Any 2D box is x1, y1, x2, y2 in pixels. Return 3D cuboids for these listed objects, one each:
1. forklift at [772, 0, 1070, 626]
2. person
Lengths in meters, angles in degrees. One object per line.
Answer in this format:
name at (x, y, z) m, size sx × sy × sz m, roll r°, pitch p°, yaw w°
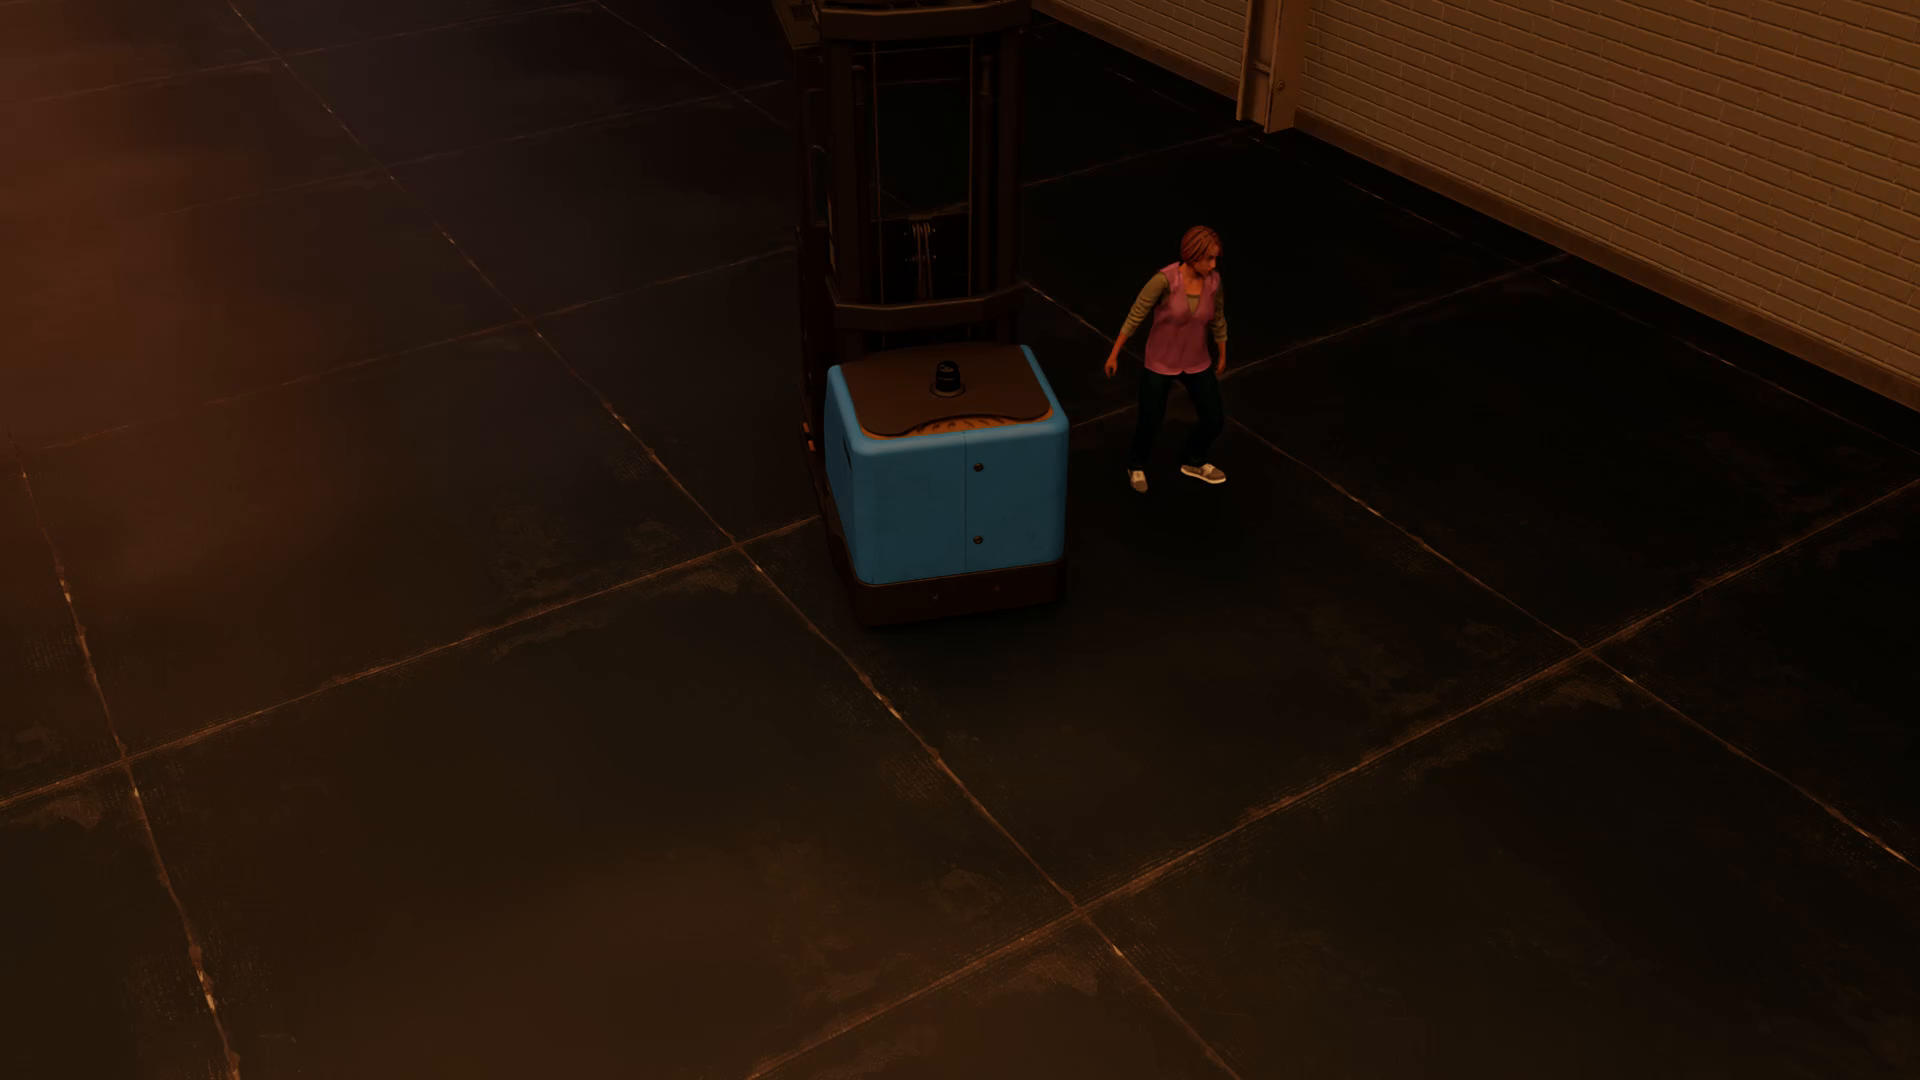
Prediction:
forklift at (-0.299, -1.629, 8.466) m, size 1.130 × 2.935 × 3.031 m, roll -7°, pitch 36°, yaw -10°
person at (1.107, -0.926, 8.708) m, size 0.707 × 1.565 × 0.366 m, roll -6°, pitch 35°, yaw -8°
